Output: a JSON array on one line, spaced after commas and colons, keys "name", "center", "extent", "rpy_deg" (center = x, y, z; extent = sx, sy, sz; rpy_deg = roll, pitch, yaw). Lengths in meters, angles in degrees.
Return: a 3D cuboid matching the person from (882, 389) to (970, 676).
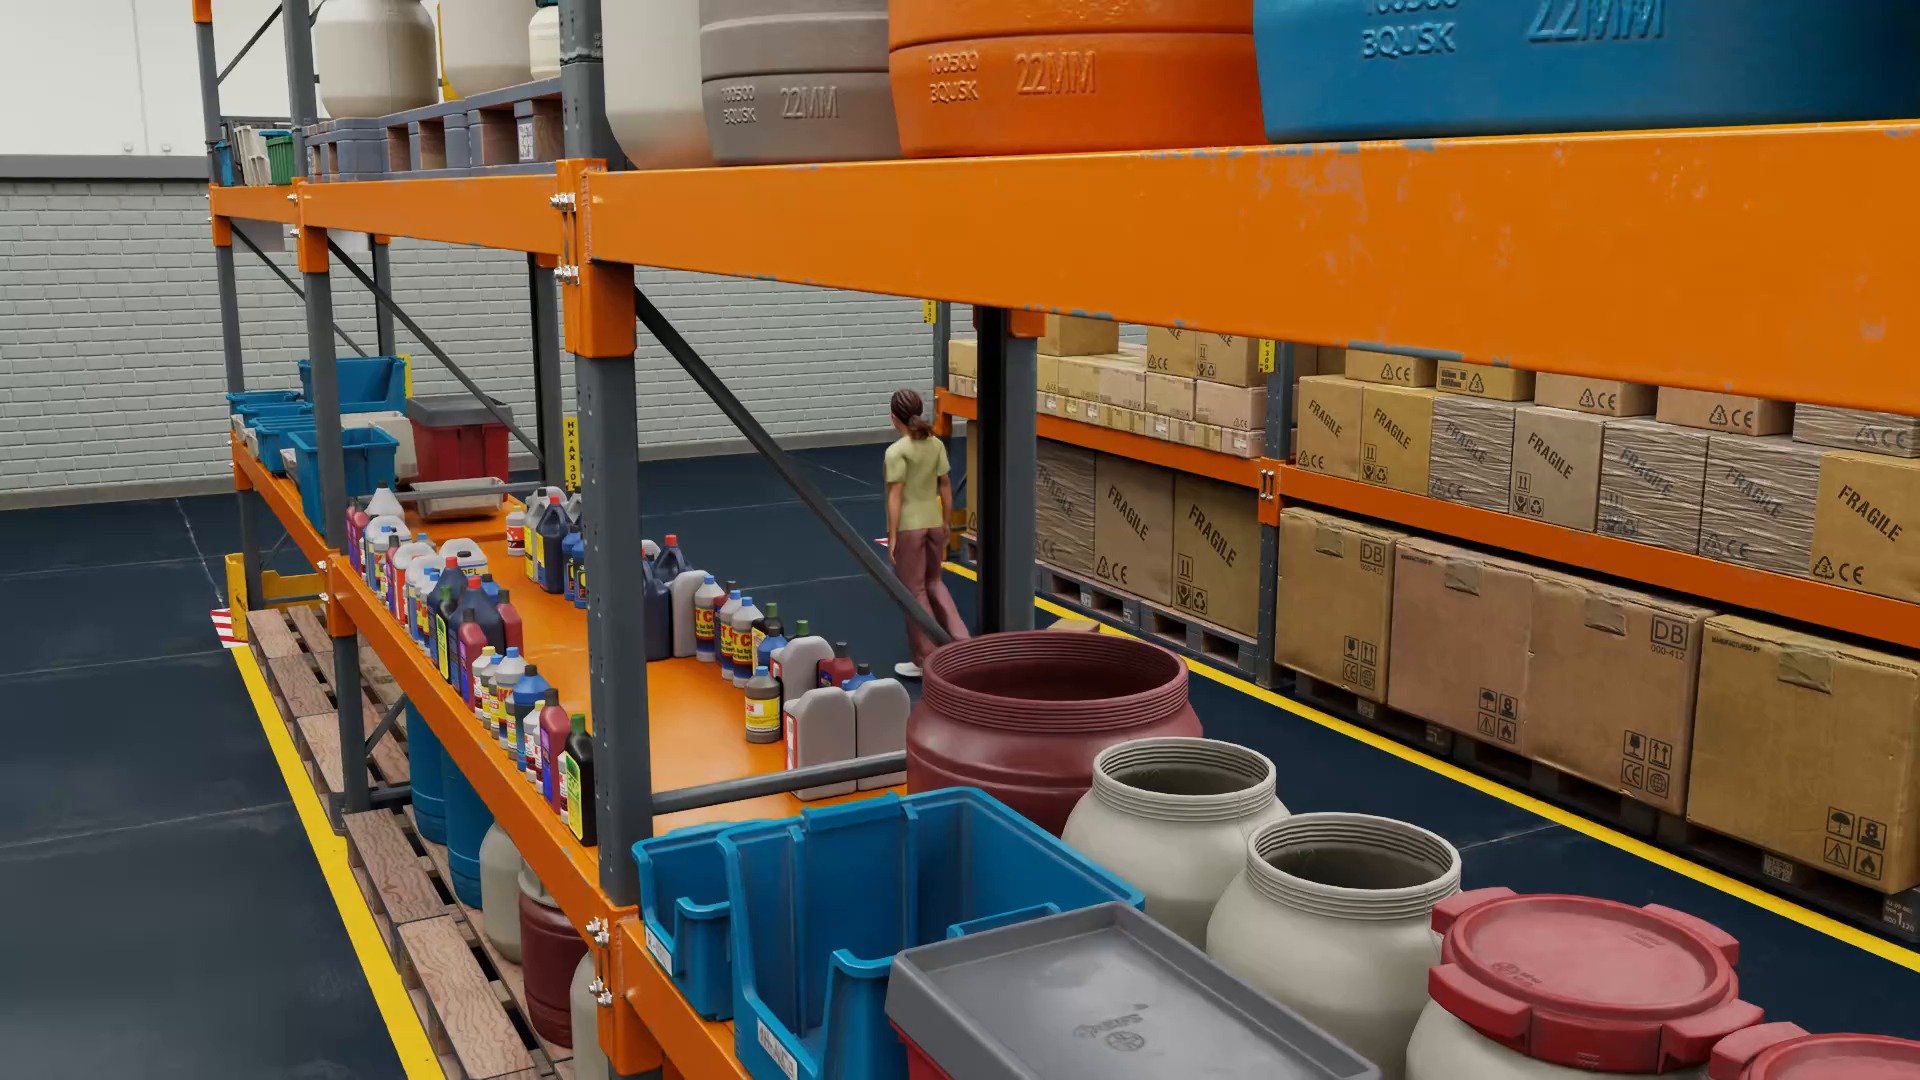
[{"name": "person", "center": [-0.174, -0.036, 9.547], "extent": [0.452, 1.666, 0.582], "rpy_deg": [11, 16, 43]}]
